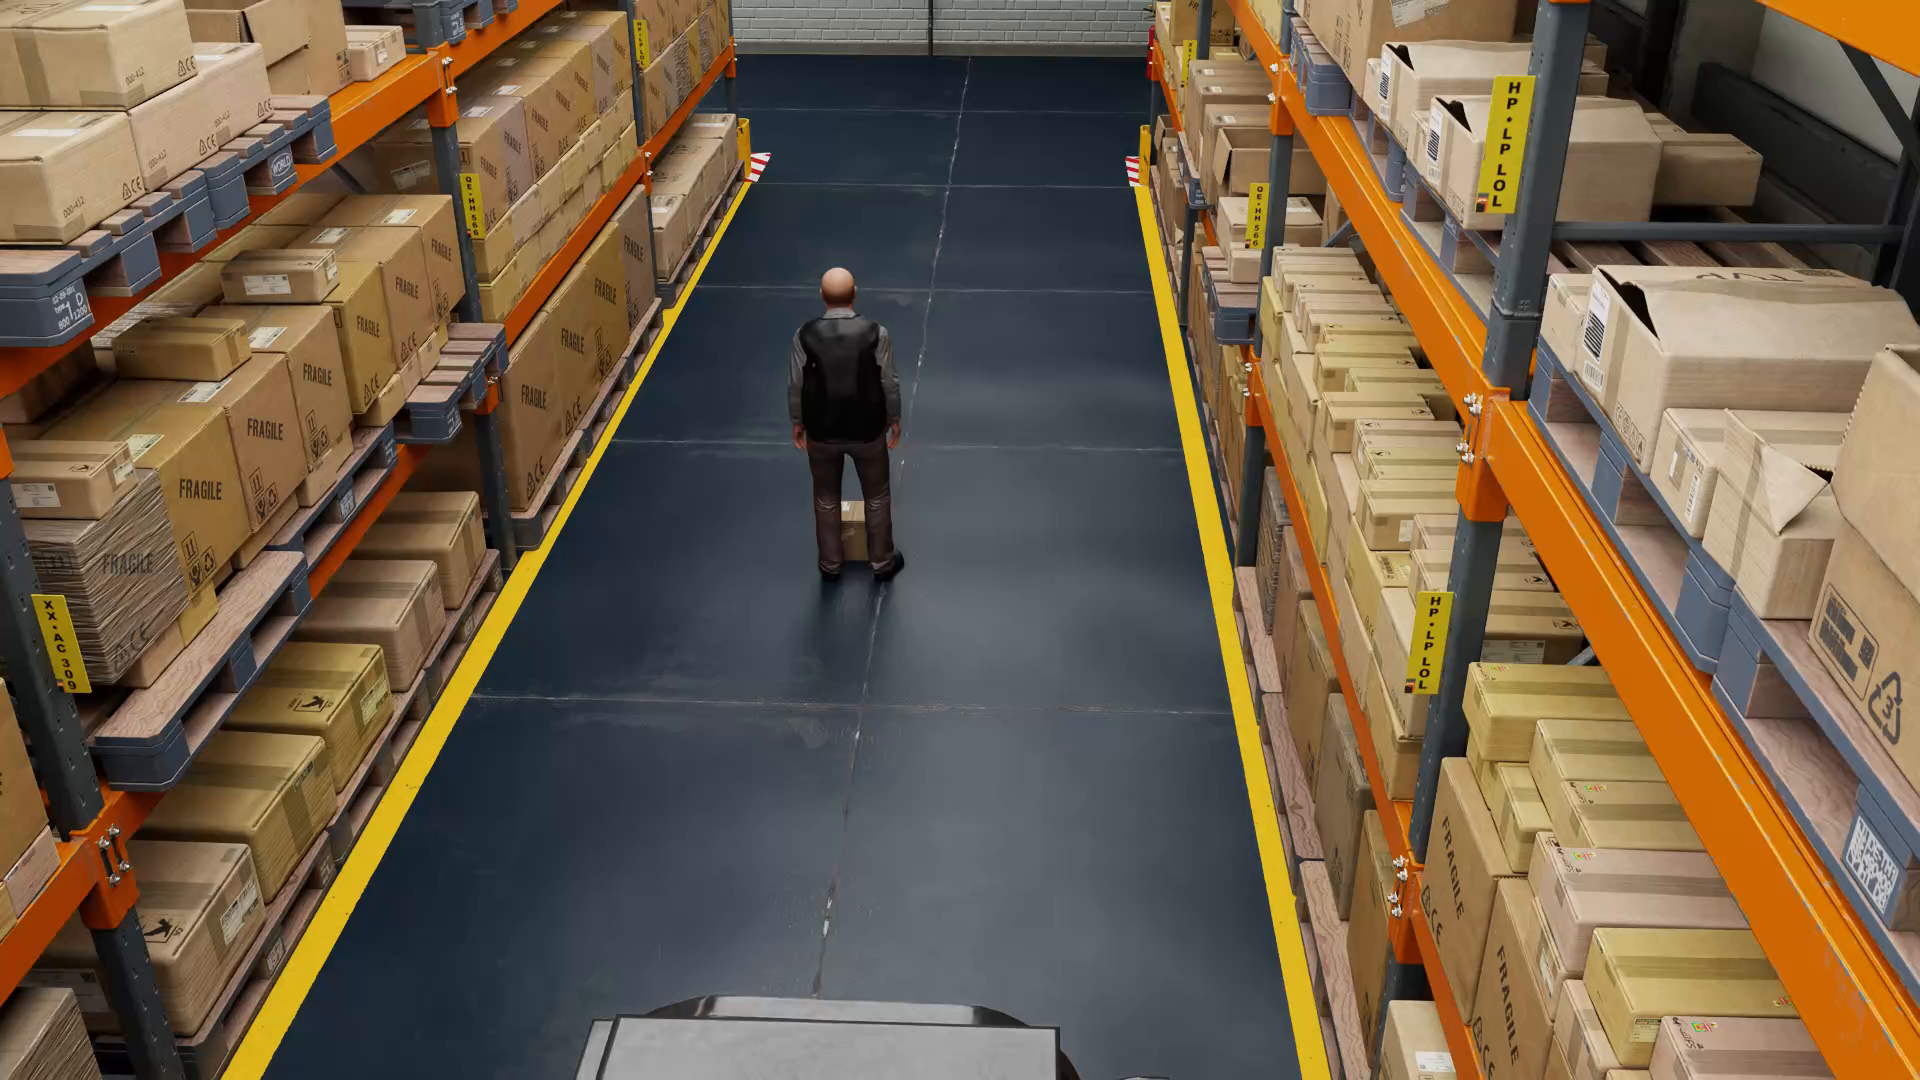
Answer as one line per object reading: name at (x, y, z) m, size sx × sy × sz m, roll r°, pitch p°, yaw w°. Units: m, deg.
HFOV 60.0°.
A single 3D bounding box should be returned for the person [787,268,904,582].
person at (-0.601, -0.574, 8.734) m, size 0.589 × 1.721 × 0.414 m, roll 0°, pitch 28°, yaw 0°
